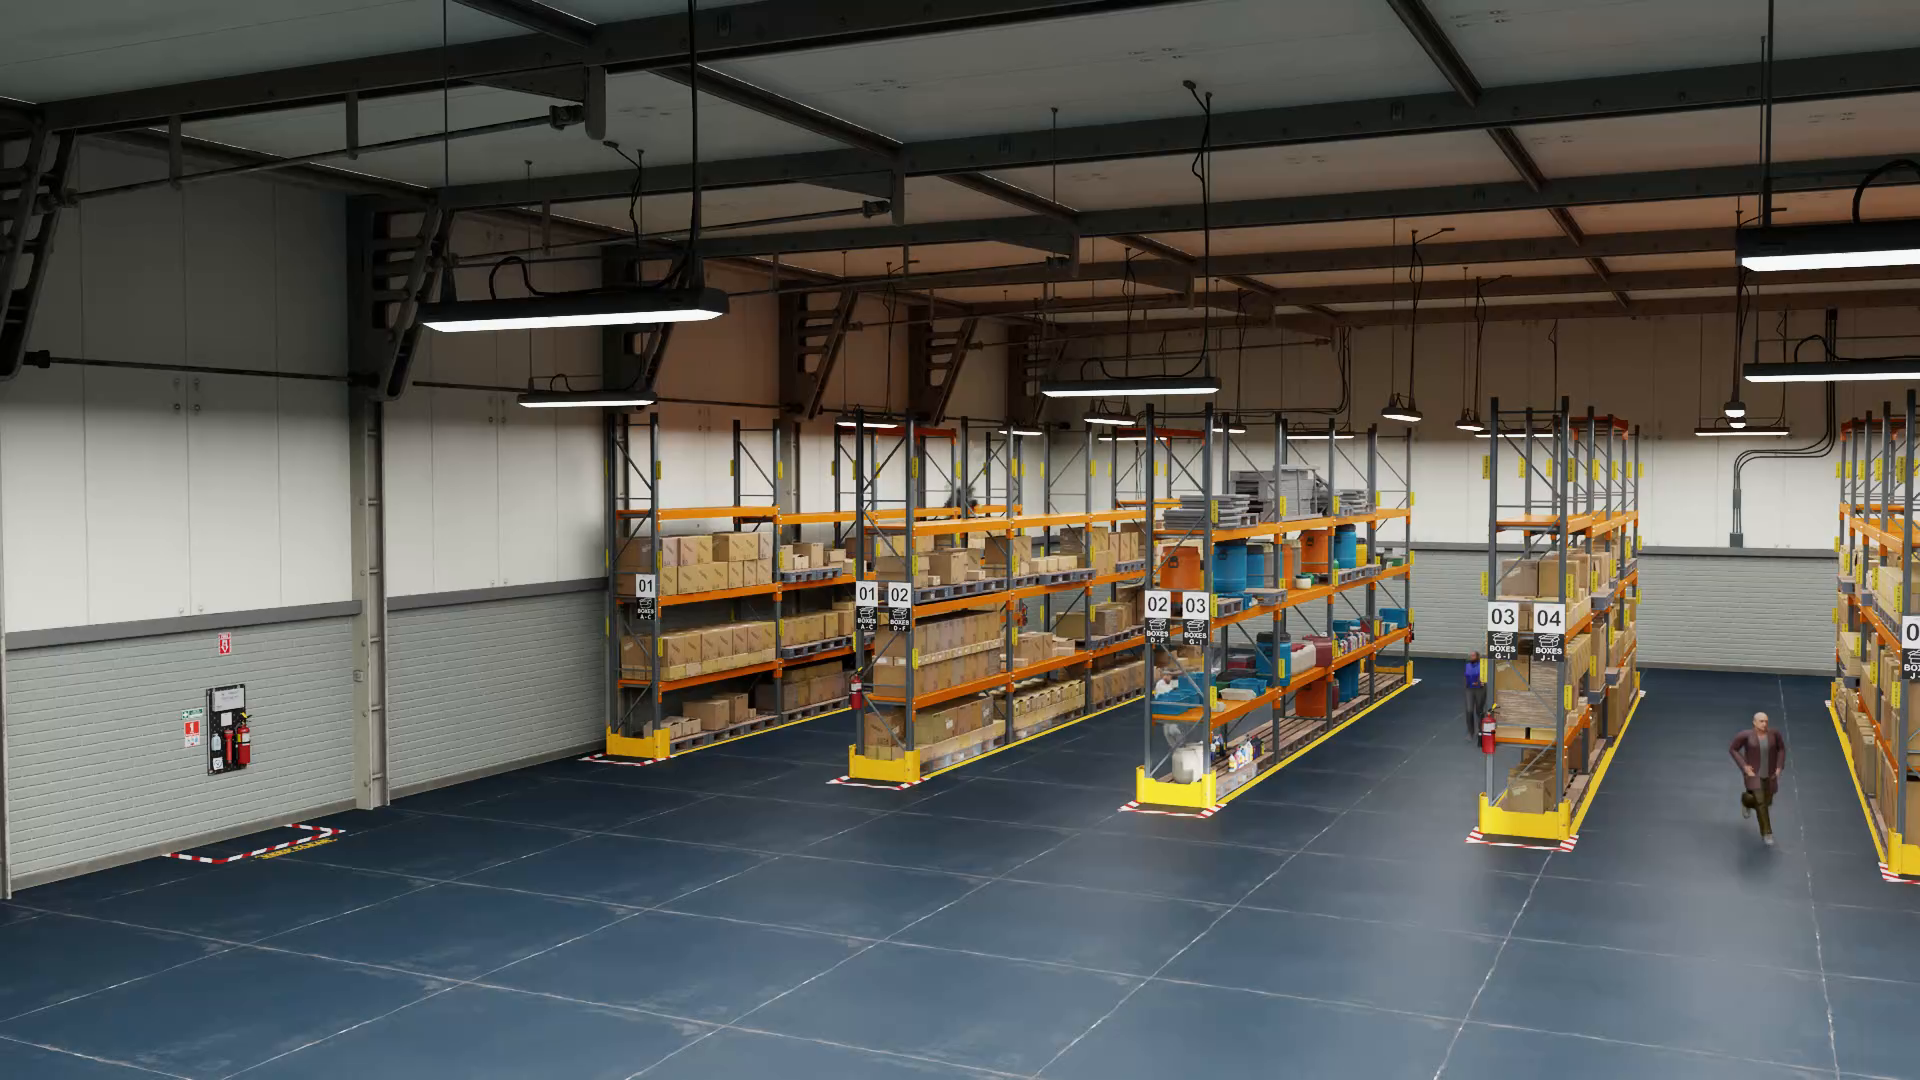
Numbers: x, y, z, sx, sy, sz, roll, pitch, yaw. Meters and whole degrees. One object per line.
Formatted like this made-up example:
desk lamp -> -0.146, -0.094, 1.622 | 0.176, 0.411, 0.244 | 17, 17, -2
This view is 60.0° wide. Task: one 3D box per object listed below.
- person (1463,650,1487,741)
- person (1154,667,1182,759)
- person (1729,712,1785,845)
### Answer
person -> 9.633, 2.879, 31.008 | 0.570, 1.668, 0.849 | 2, 3, 35
person -> 3.659, 2.994, 28.848 | 0.594, 1.632, 0.655 | 1, 3, 30
person -> 10.837, 3.204, 22.639 | 0.720, 1.768, 0.959 | 0, 2, 1
